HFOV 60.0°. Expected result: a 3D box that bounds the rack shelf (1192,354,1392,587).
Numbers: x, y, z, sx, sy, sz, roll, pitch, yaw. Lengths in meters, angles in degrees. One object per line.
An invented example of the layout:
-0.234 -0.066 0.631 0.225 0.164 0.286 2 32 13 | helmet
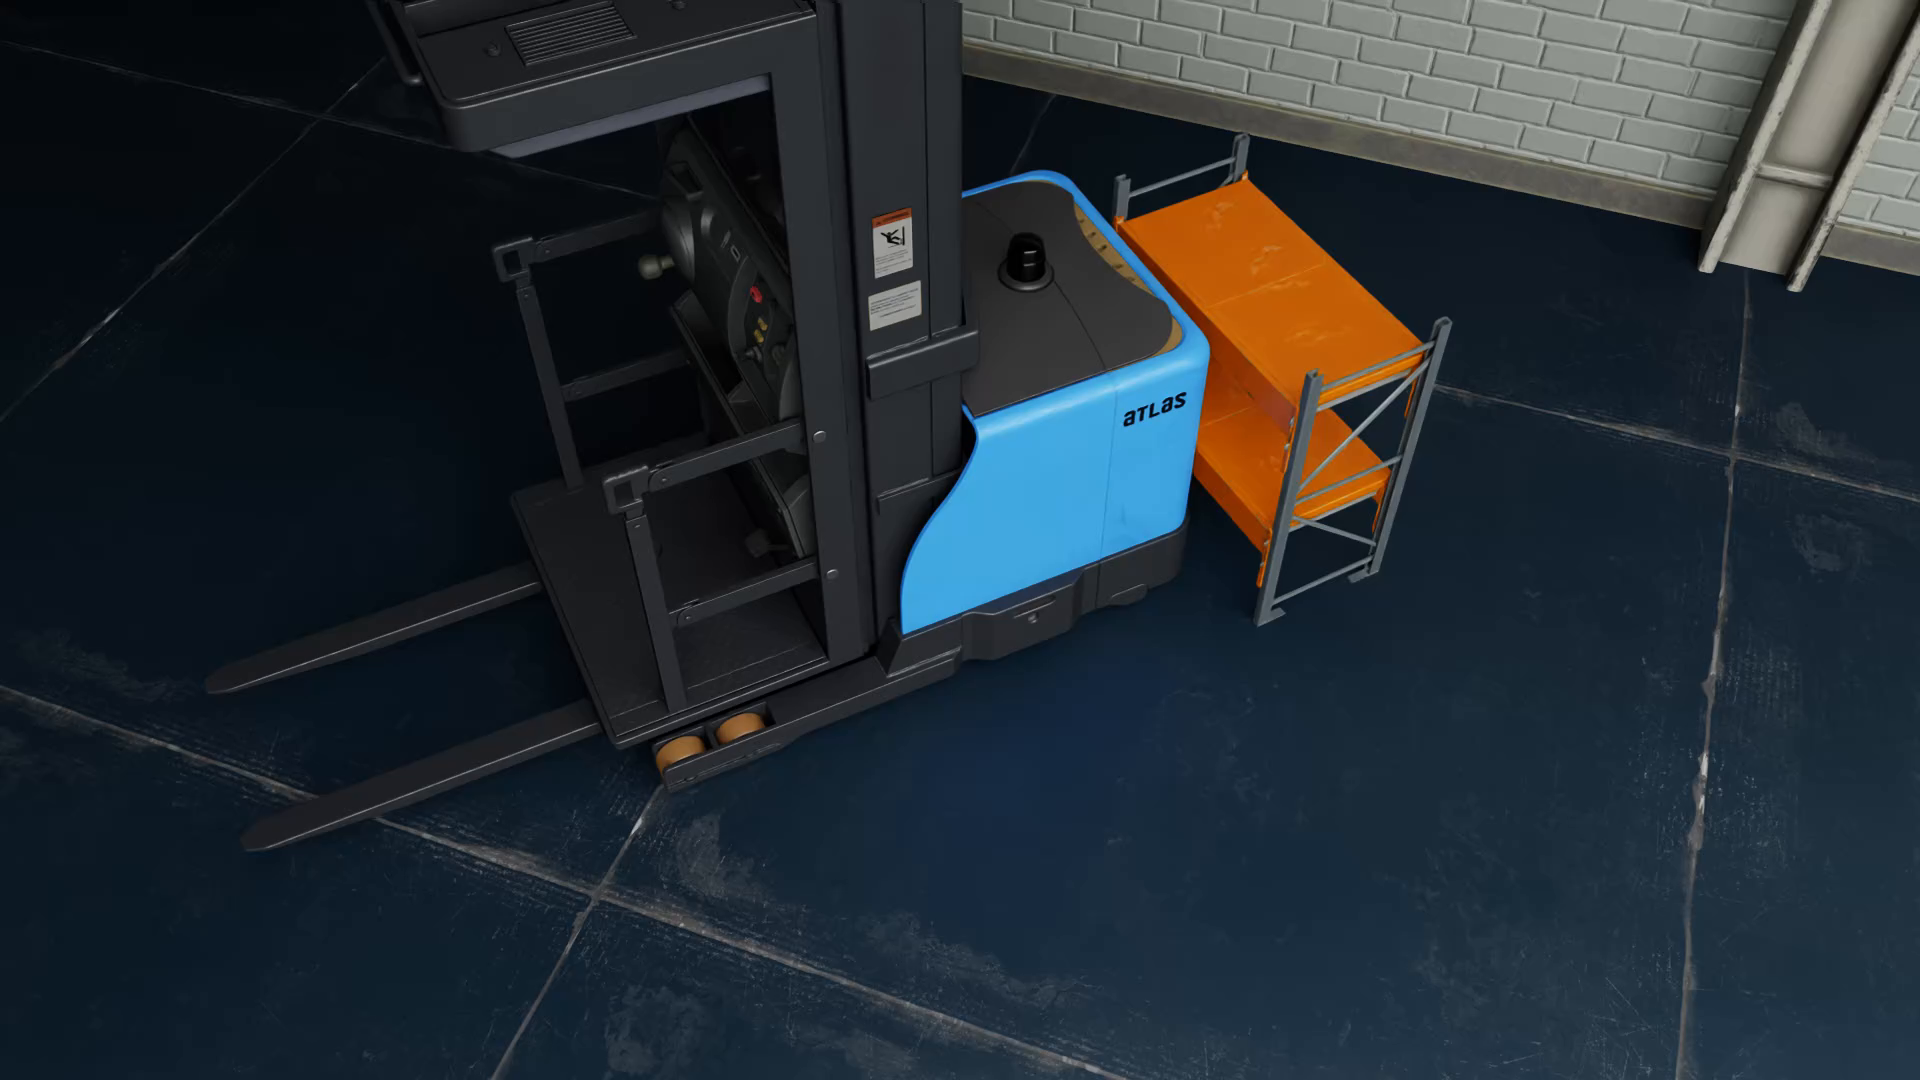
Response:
0.956 -0.359 5.640 0.538 0.278 1.000 -22 53 -18 | rack shelf

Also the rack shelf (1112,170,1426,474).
0.956 -0.711 5.234 0.538 0.278 1.000 -22 53 -18 | rack shelf

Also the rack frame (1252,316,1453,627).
1.198 -0.181 5.162 0.500 1.125 0.032 -22 53 -18 | rack frame

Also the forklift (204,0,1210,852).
-0.806 -0.663 4.385 3.031 2.935 1.130 -20 52 -17 | forklift

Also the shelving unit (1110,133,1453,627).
0.956 -0.519 5.455 0.538 1.125 1.048 -22 53 -18 | shelving unit

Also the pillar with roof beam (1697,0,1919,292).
1.714 -1.038 0.695 0.400 9.000 9.100 16 51 13 | pillar with roof beam

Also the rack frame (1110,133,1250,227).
0.714 -0.857 5.748 0.500 1.125 0.032 -22 53 -18 | rack frame
